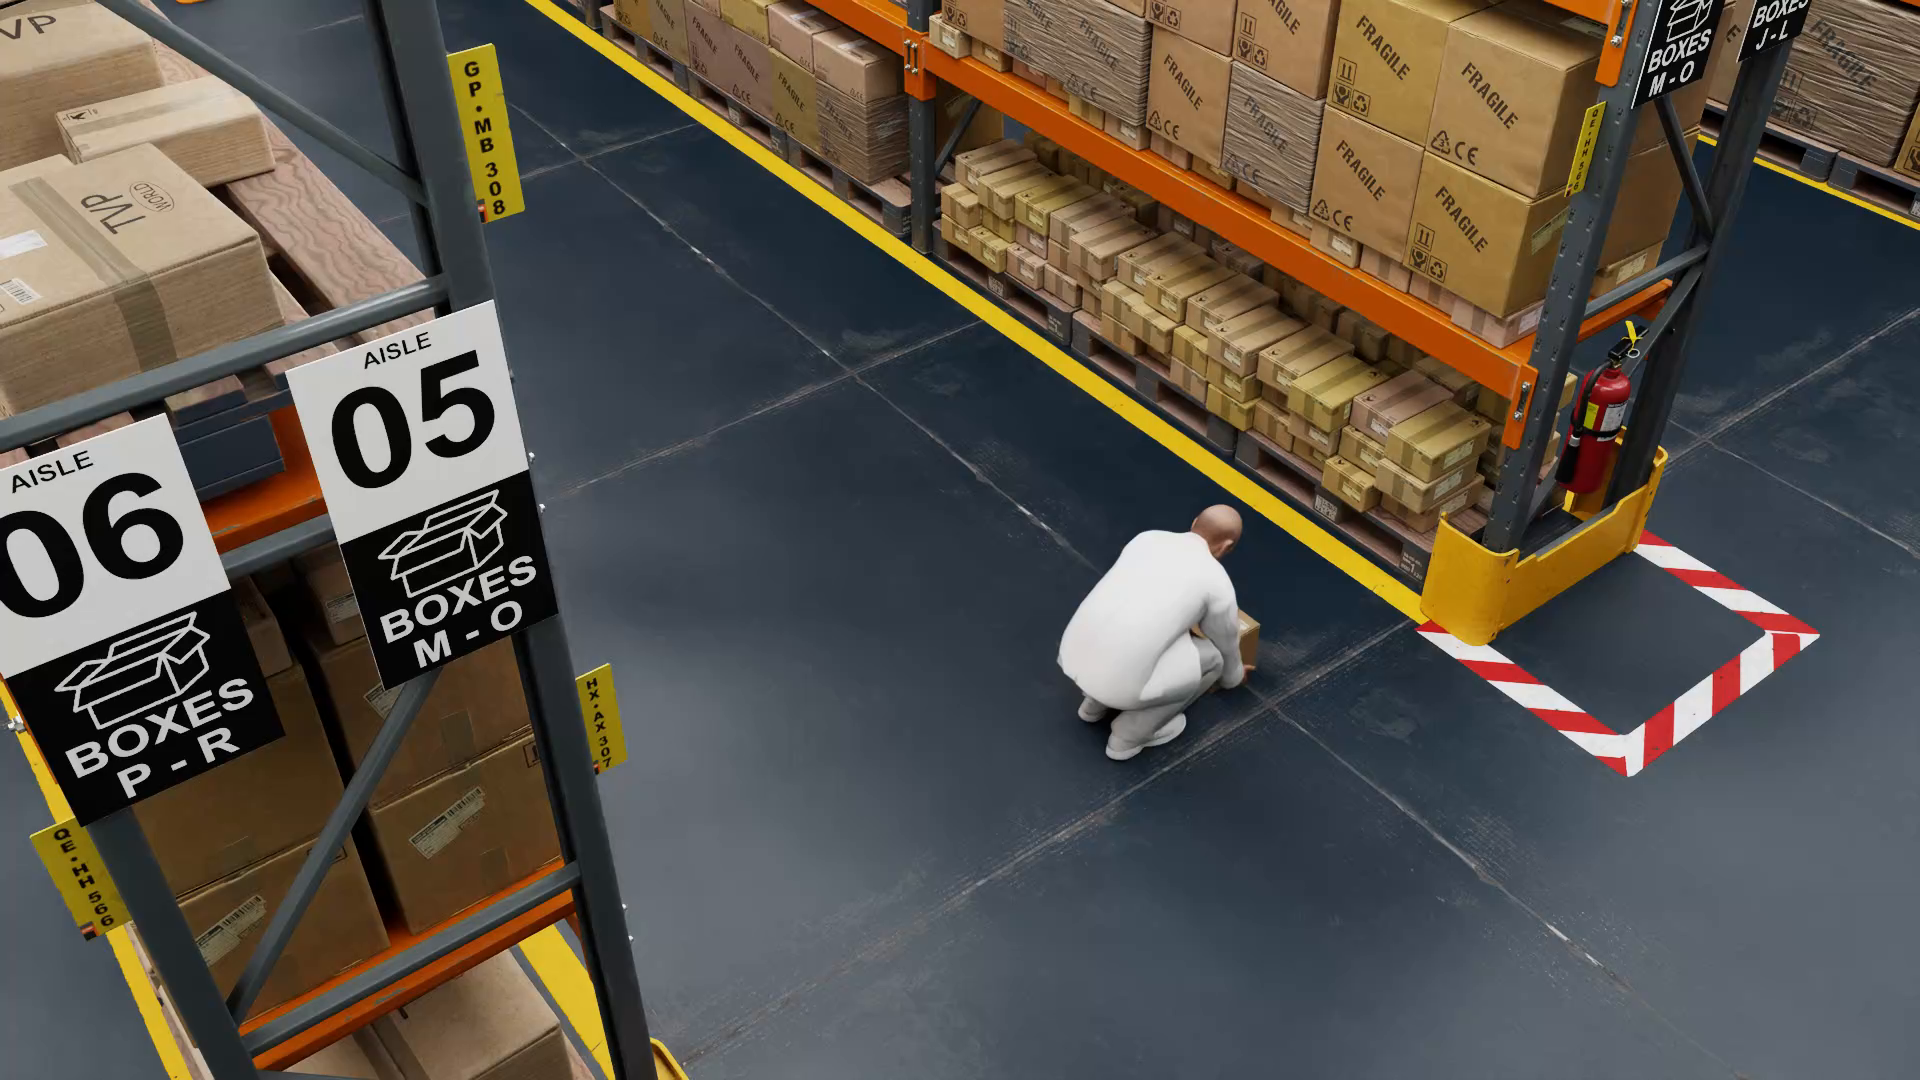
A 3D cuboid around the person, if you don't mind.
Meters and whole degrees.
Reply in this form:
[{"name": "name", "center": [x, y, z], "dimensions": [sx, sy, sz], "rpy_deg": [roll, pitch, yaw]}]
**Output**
[{"name": "person", "center": [1.452, -4.942, 12.969], "dimensions": [12.265, 0.859, 12.922], "rpy_deg": [-27, 47, -28]}]
